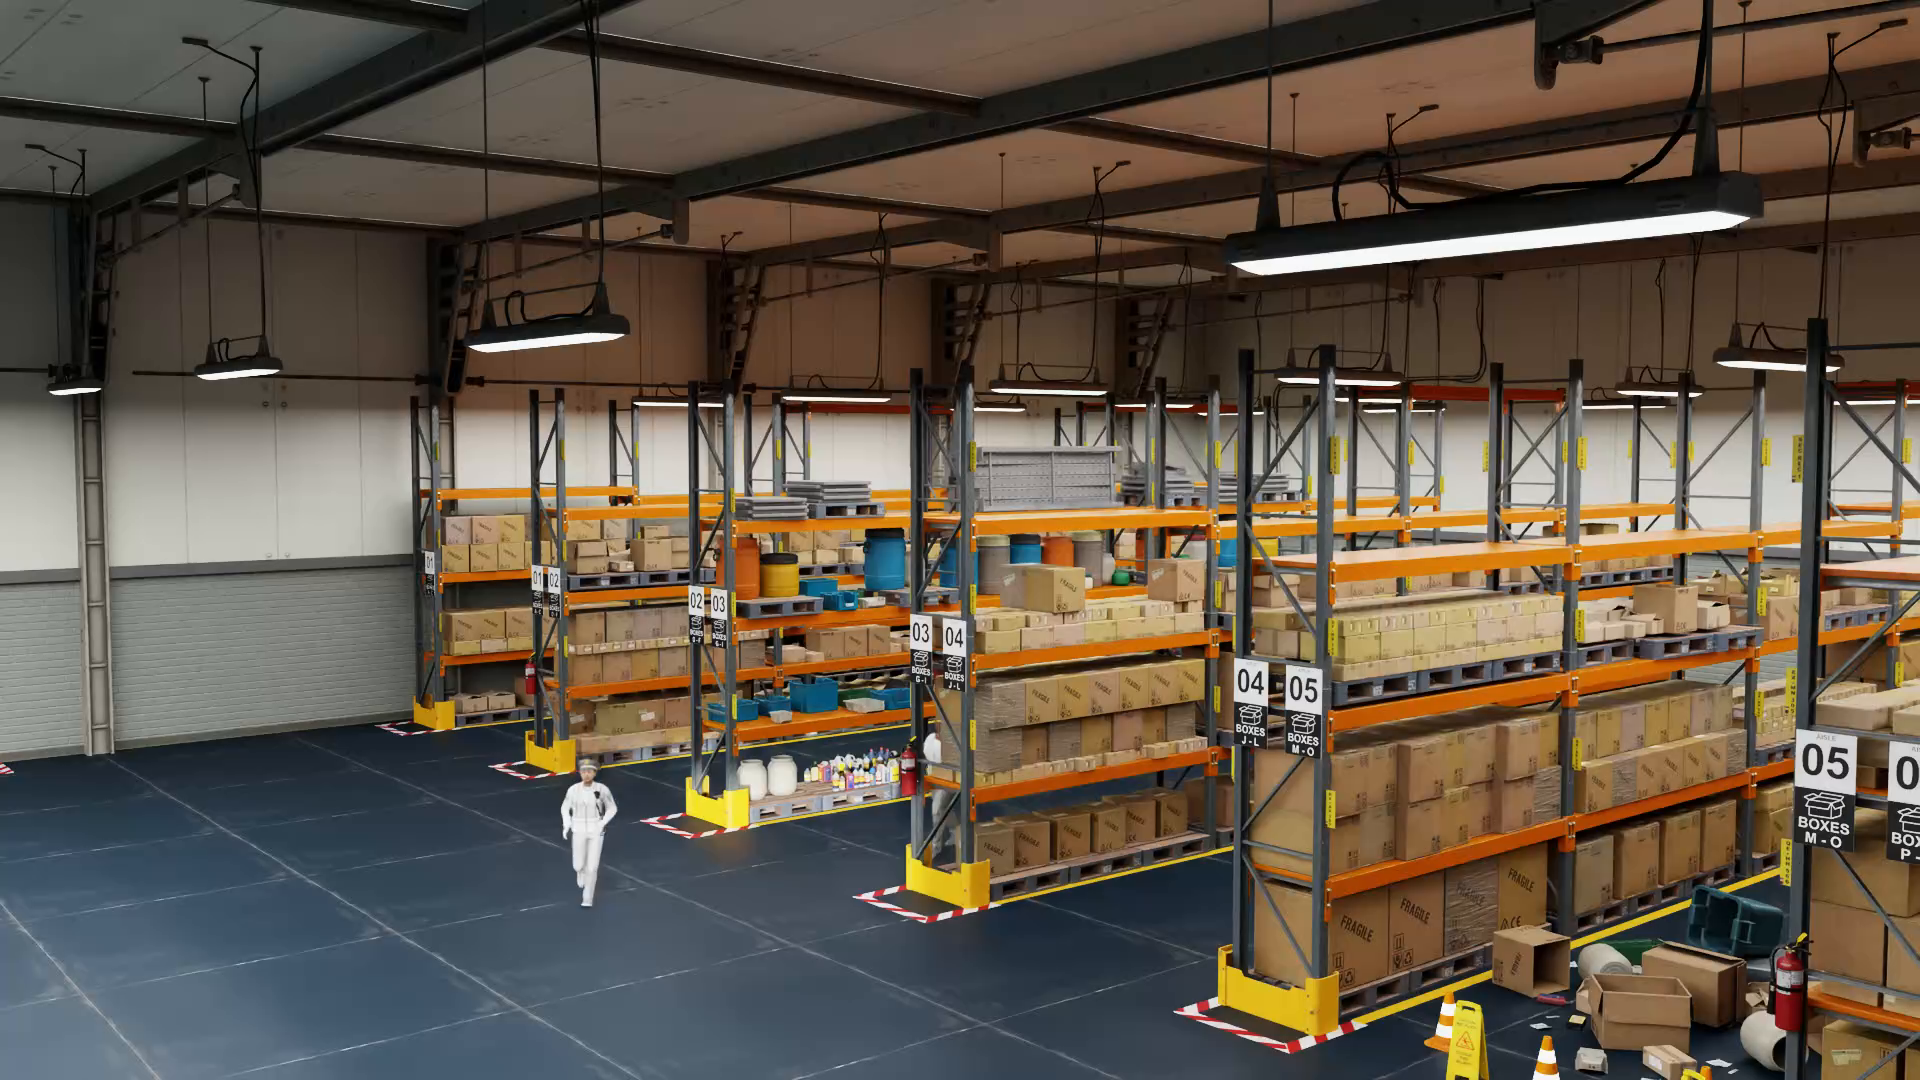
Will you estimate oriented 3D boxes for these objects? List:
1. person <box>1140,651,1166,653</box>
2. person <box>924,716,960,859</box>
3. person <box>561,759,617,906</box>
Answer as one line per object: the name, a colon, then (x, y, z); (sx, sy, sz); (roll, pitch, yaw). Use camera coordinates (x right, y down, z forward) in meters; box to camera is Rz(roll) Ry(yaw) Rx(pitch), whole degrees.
person: (3.604, 2.454, 31.807); (0.646, 1.701, 0.752); (2, 4, 34)
person: (-0.220, 3.036, 20.795); (0.683, 1.802, 0.883); (3, 5, 43)
person: (-4.146, 3.251, 18.570); (0.629, 1.644, 0.543); (0, 3, -6)
